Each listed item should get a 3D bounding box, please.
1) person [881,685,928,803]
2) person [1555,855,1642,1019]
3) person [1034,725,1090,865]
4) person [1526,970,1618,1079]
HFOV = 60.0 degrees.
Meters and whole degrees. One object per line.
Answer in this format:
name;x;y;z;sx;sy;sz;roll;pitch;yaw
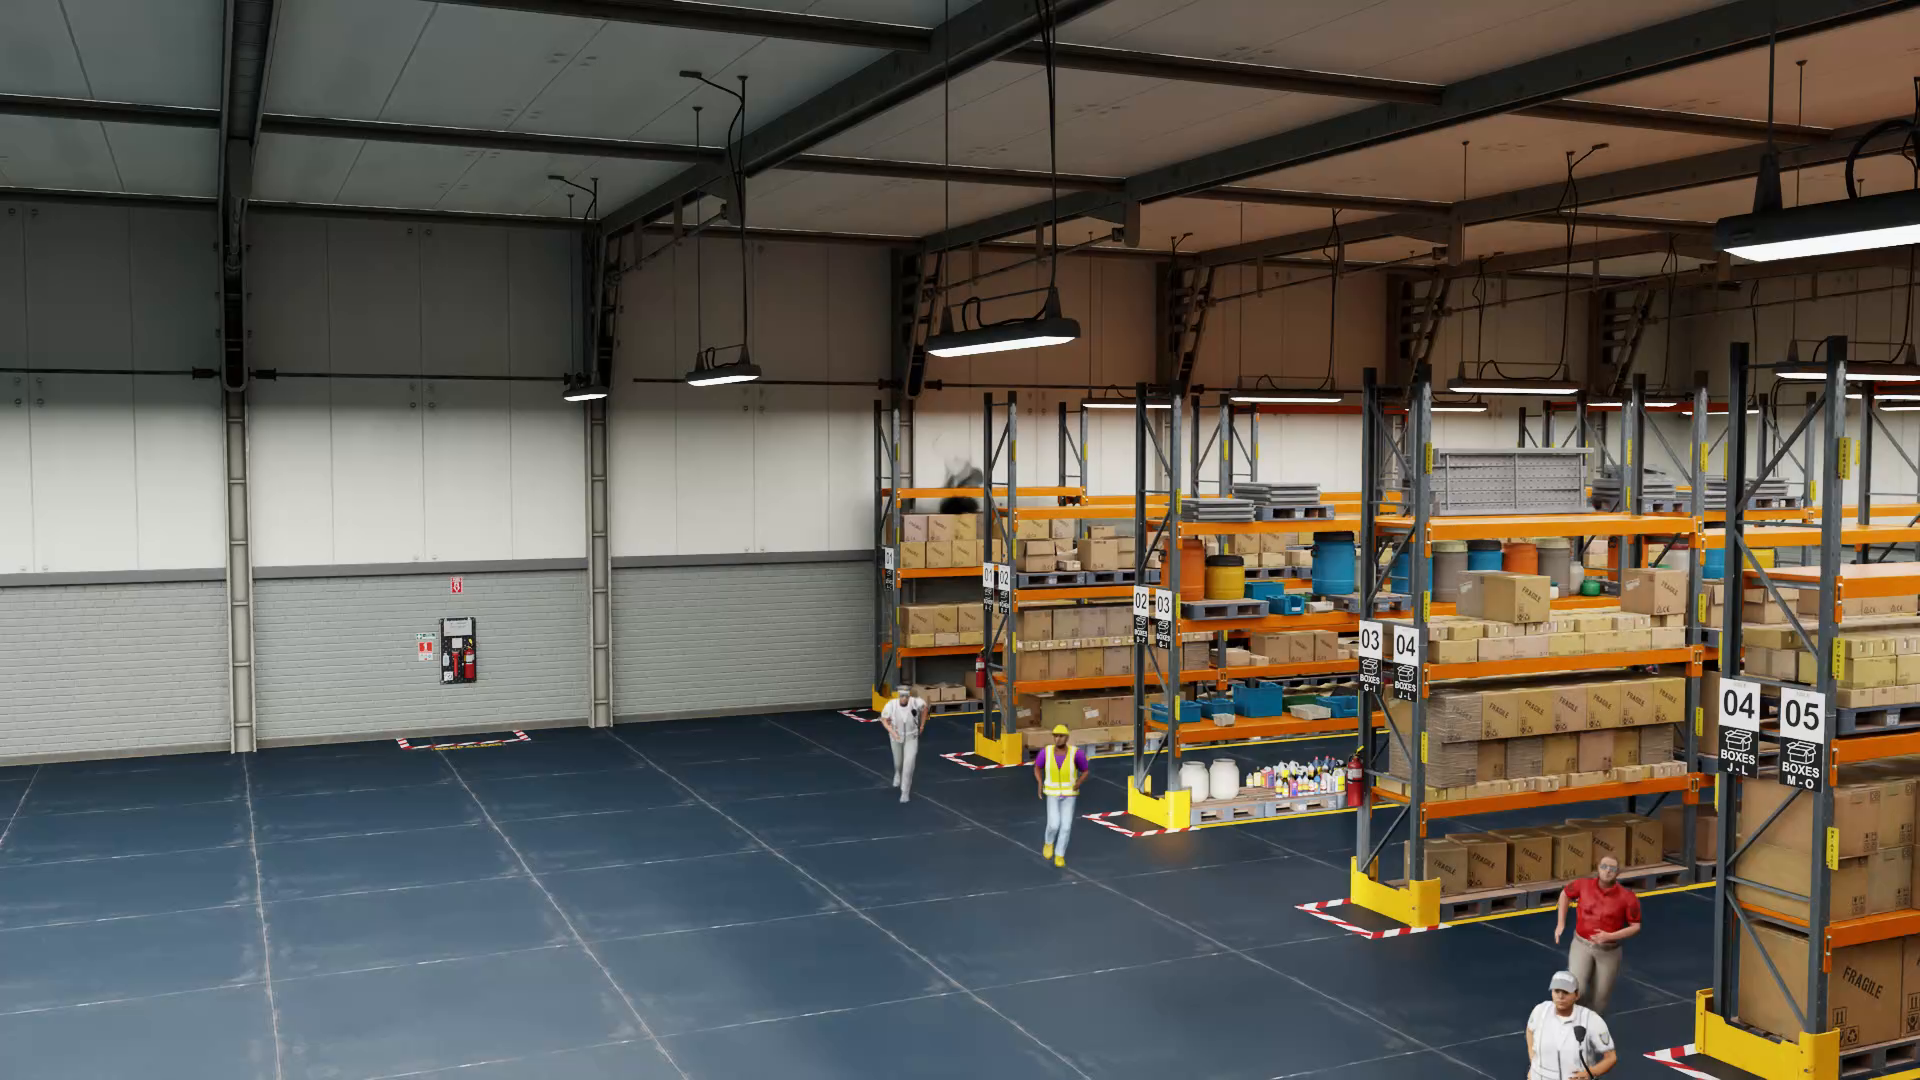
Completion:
person;-0.823;2.934;24.377;0.698;1.736;1.018;0;3;-7
person;5.404;3.498;14.109;0.695;1.662;0.641;1;4;24
person;1.241;3.116;20.294;0.681;1.729;0.594;0;3;4
person;4.041;3.695;11.061;0.580;1.720;0.760;2;4;27
